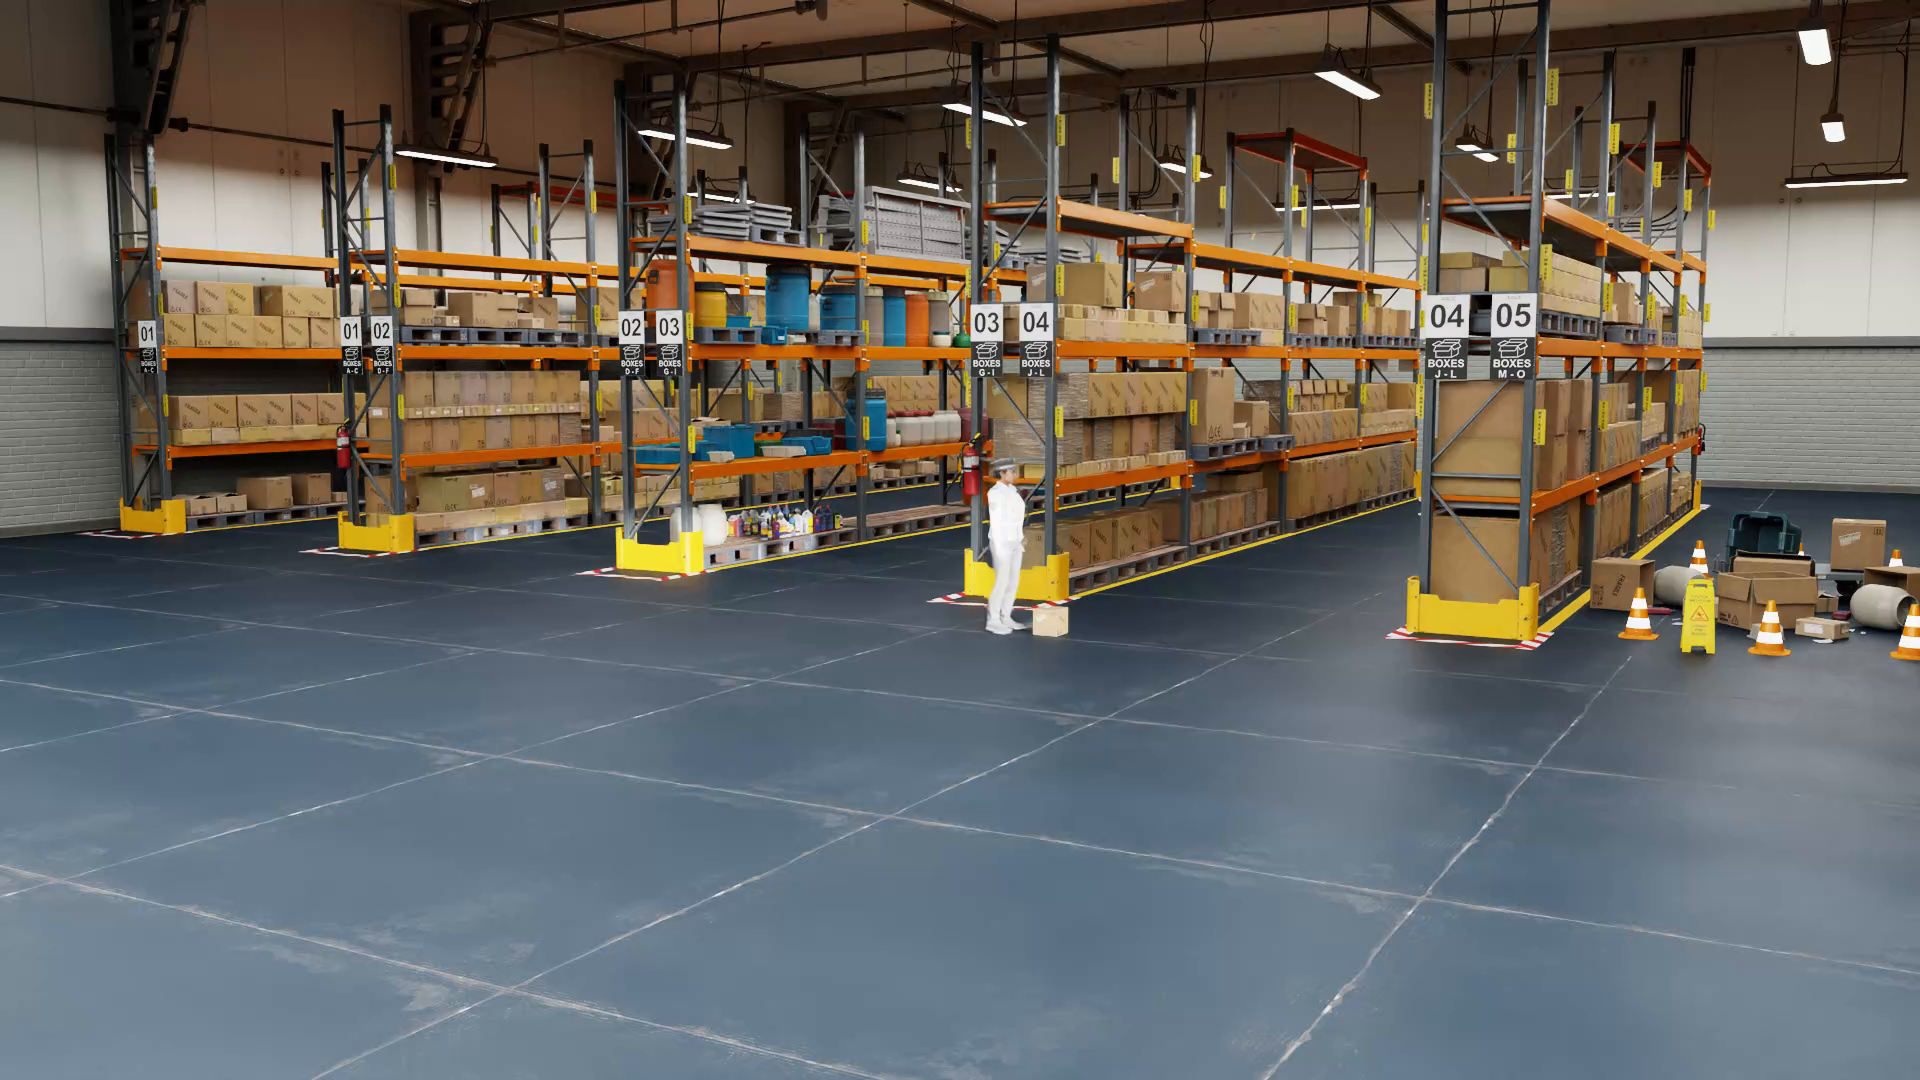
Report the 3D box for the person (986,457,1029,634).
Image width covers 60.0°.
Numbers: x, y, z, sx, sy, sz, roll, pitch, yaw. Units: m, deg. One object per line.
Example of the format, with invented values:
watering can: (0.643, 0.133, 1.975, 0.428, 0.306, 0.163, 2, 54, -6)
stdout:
person: (0.455, 0.042, 15.957, 0.337, 1.683, 0.467, 3, 7, 30)
